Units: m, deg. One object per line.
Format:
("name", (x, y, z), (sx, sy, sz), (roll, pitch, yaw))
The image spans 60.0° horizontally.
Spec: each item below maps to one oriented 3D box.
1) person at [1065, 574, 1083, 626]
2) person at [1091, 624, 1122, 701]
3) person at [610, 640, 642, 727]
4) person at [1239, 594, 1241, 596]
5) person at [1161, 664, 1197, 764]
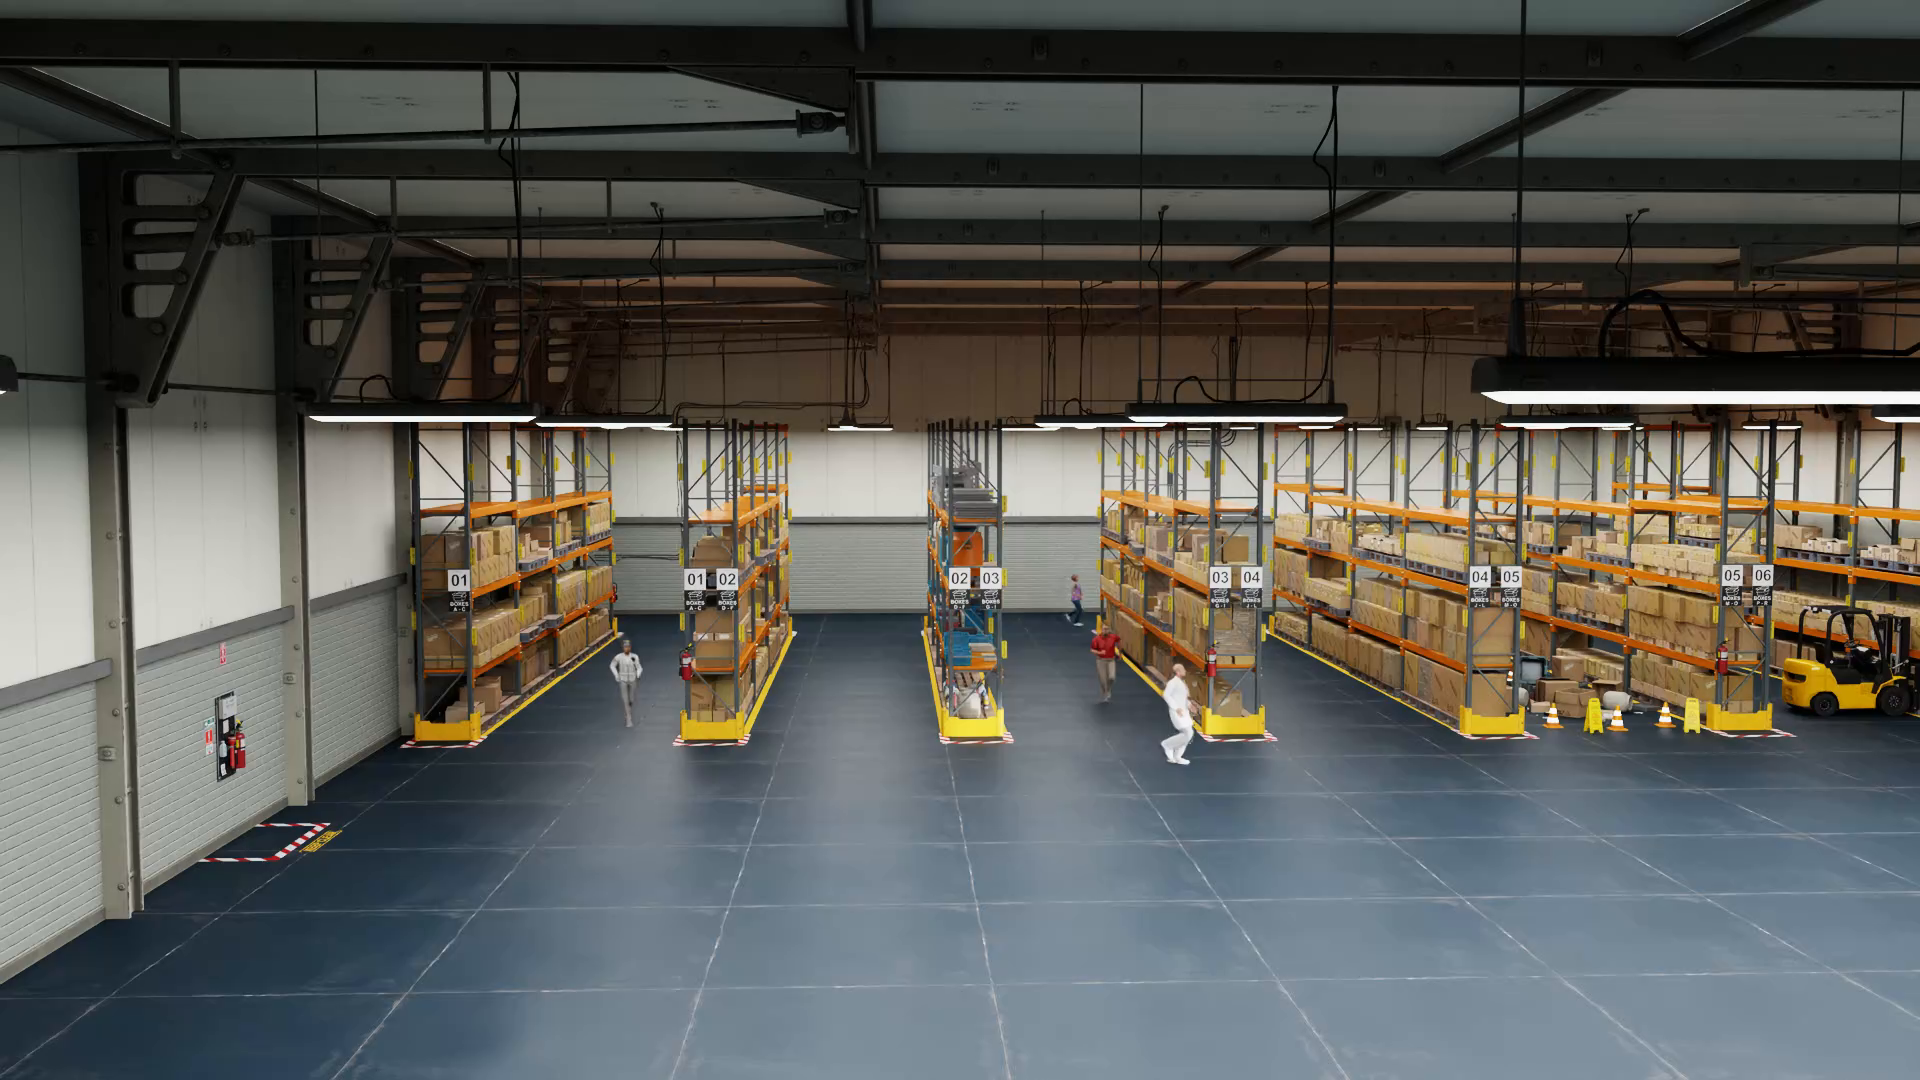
("person", (3.404, 1.778, 49.529), (0.566, 1.548, 0.535), (1, 4, 14))
("person", (3.117, 2.615, 35.257), (0.703, 1.677, 0.748), (0, 4, -3))
("person", (-6.568, 2.798, 32.785), (0.618, 1.694, 0.804), (-1, 4, -20))
("person", (7.840, 2.037, 45.459), (0.561, 1.583, 0.665), (0, 4, -7))
("person", (3.789, 3.016, 28.797), (0.588, 1.742, 0.715), (2, 4, 22))
